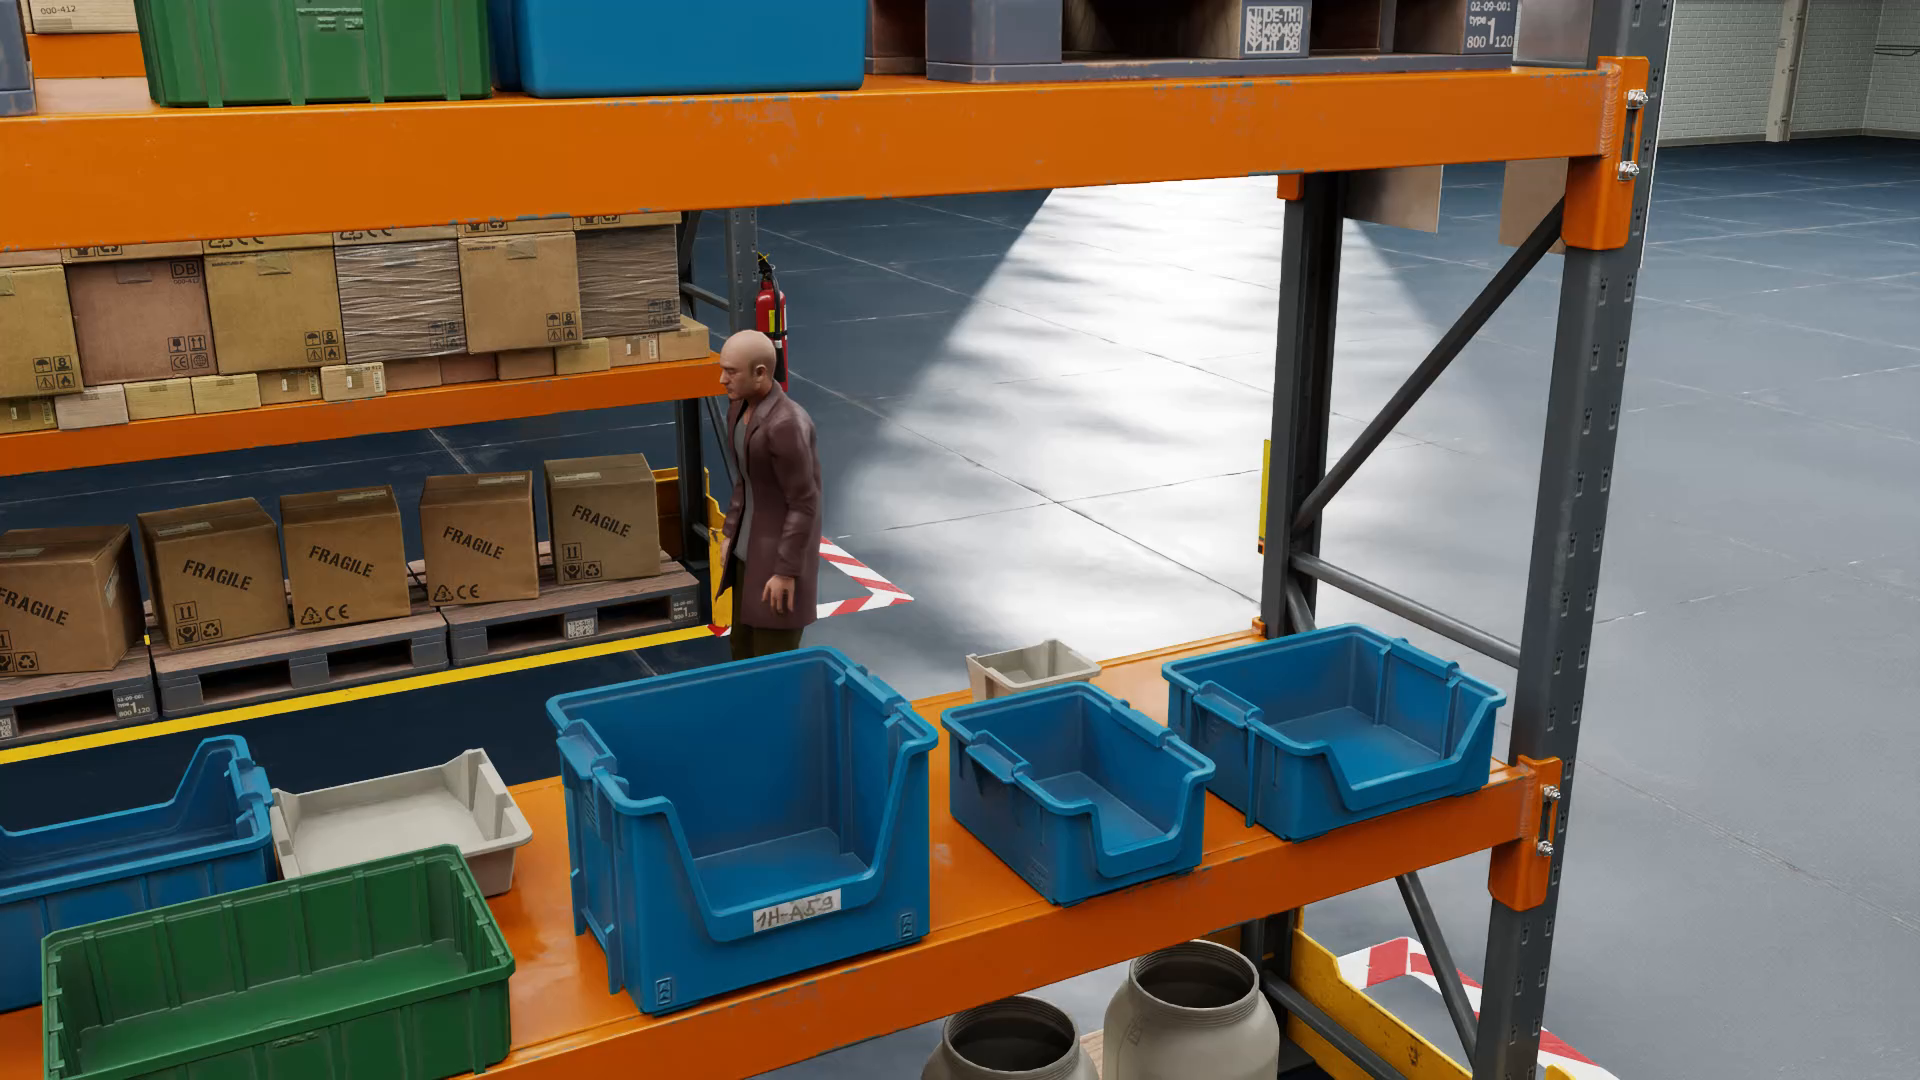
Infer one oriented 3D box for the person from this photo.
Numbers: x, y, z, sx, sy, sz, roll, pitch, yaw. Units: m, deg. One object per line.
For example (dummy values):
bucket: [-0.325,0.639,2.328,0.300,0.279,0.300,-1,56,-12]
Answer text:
person: [-0.742,0.067,6.377,0.424,1.774,0.643,-9,20,-26]
